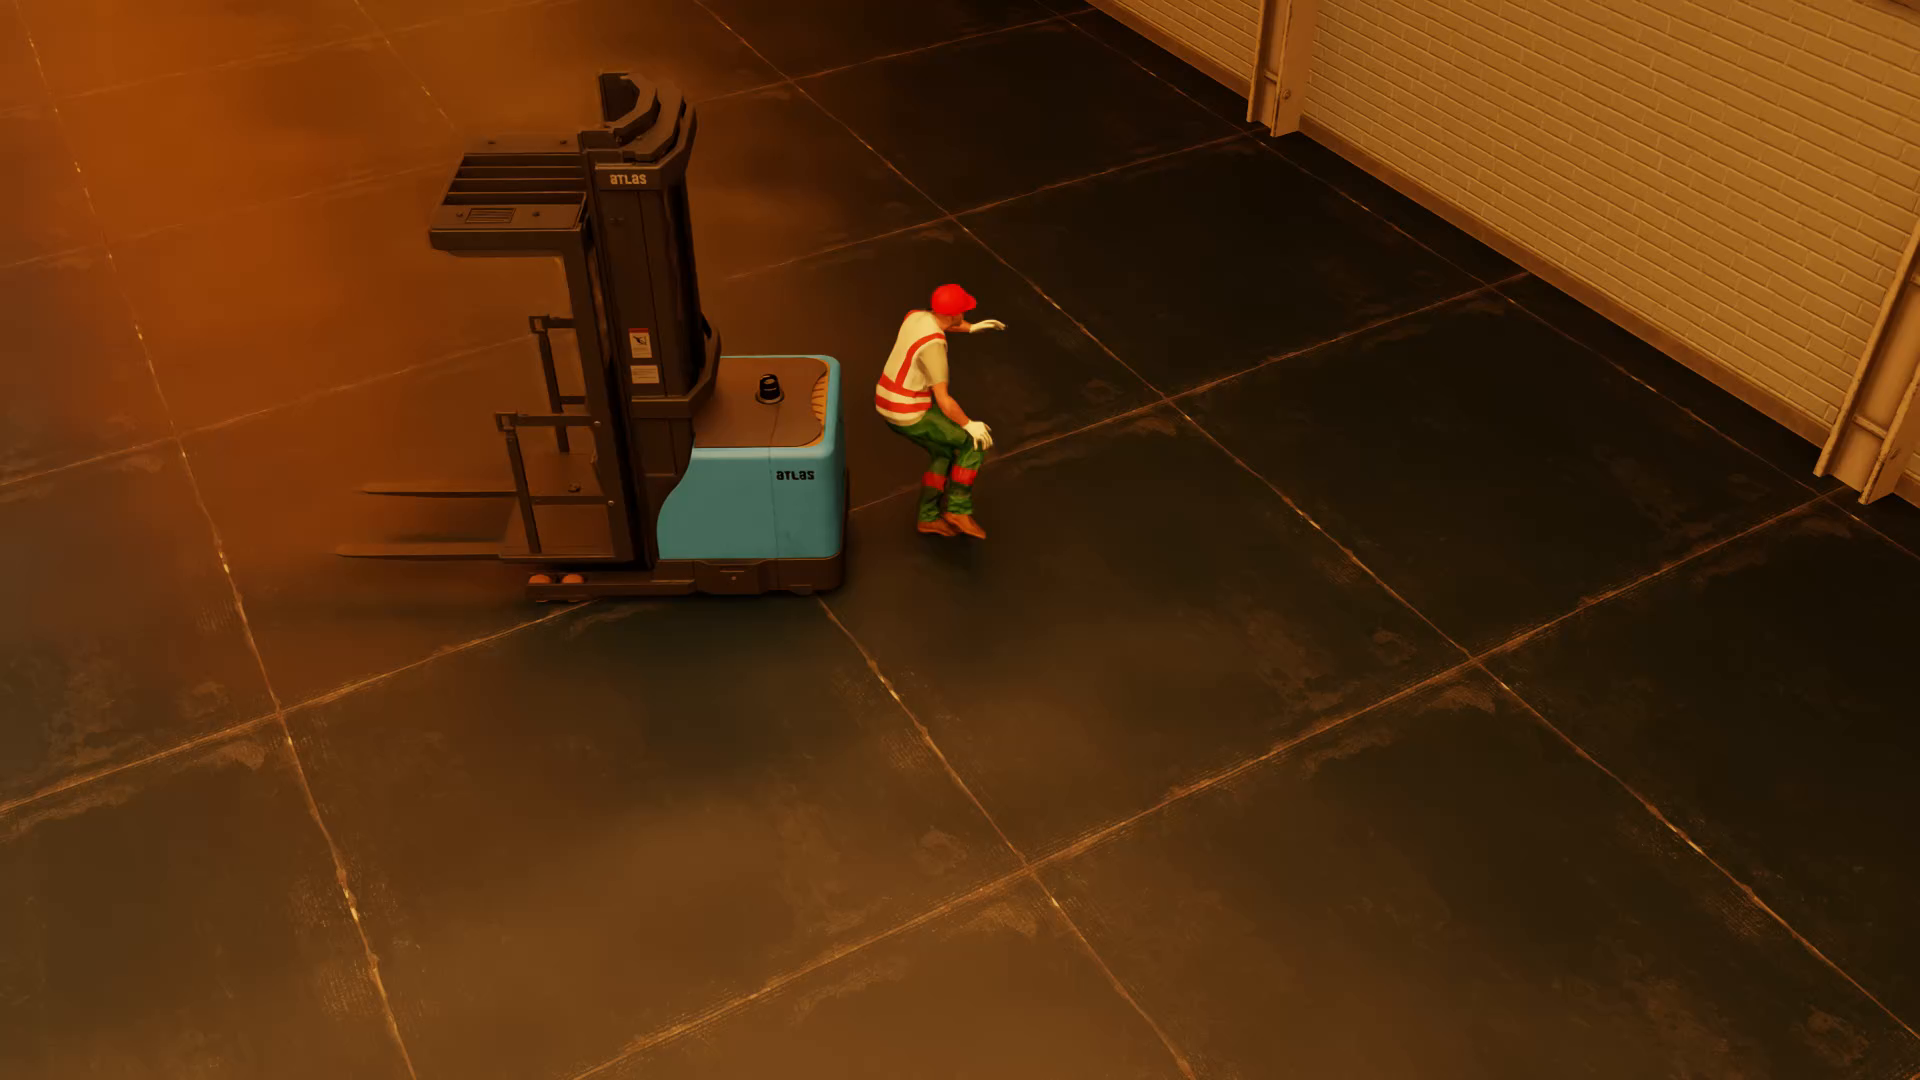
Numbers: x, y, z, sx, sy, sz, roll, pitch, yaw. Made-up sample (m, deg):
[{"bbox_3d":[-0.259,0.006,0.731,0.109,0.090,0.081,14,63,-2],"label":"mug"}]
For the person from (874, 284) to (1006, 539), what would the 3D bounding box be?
[{"bbox_3d":[-0.018,-0.817,10.132,0.919,1.529,1.067,-17,43,-20],"label":"person"}]

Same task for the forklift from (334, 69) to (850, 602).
[{"bbox_3d":[-2.212,-1.100,9.362,3.031,2.935,1.130,0,40,-1],"label":"forklift"}]
